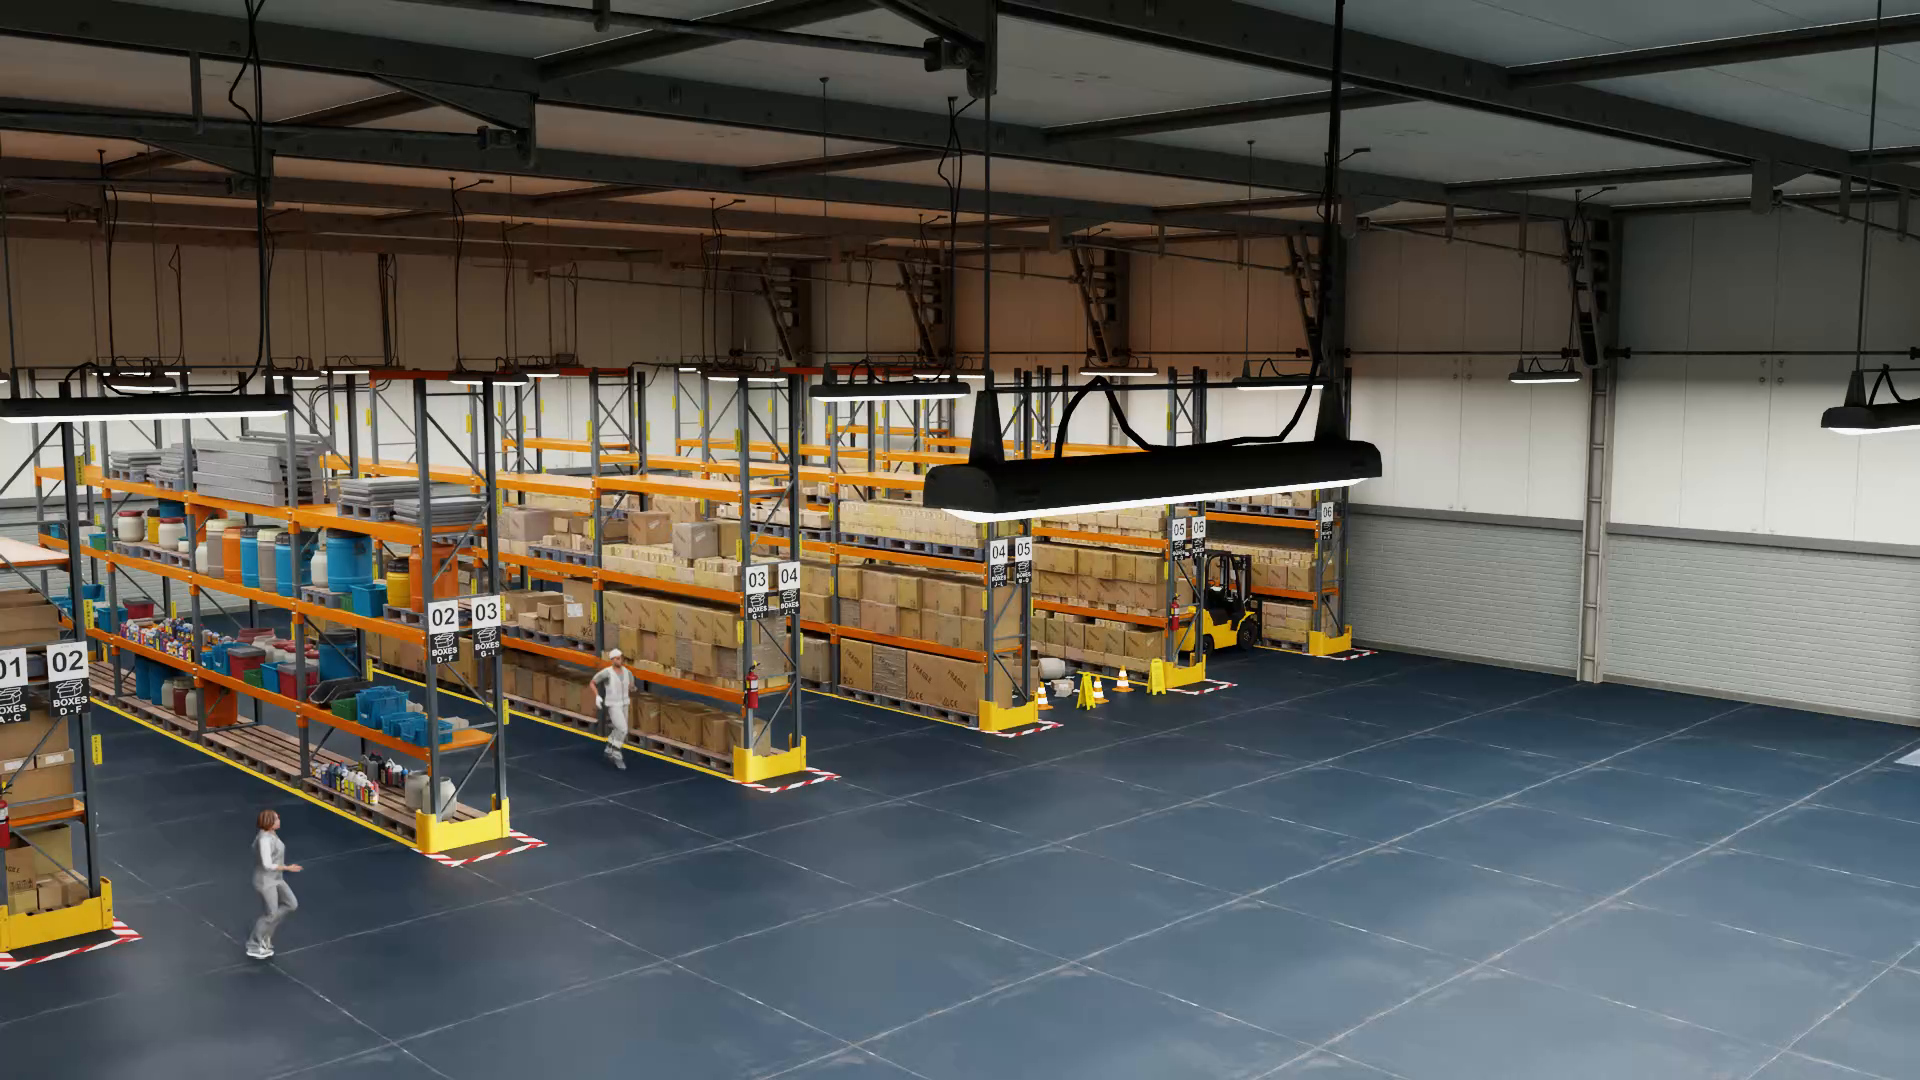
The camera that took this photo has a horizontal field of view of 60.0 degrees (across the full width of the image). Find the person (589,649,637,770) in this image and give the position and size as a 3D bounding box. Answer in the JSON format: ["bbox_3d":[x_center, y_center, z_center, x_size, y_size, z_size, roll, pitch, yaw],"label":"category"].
[{"bbox_3d":[-5.235,2.580,25.418,0.762,1.839,0.643,5,8,36],"label":"person"}]

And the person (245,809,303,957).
[{"bbox_3d":[-7.192,3.578,17.430,0.607,1.565,0.573,-2,7,-13],"label":"person"}]
